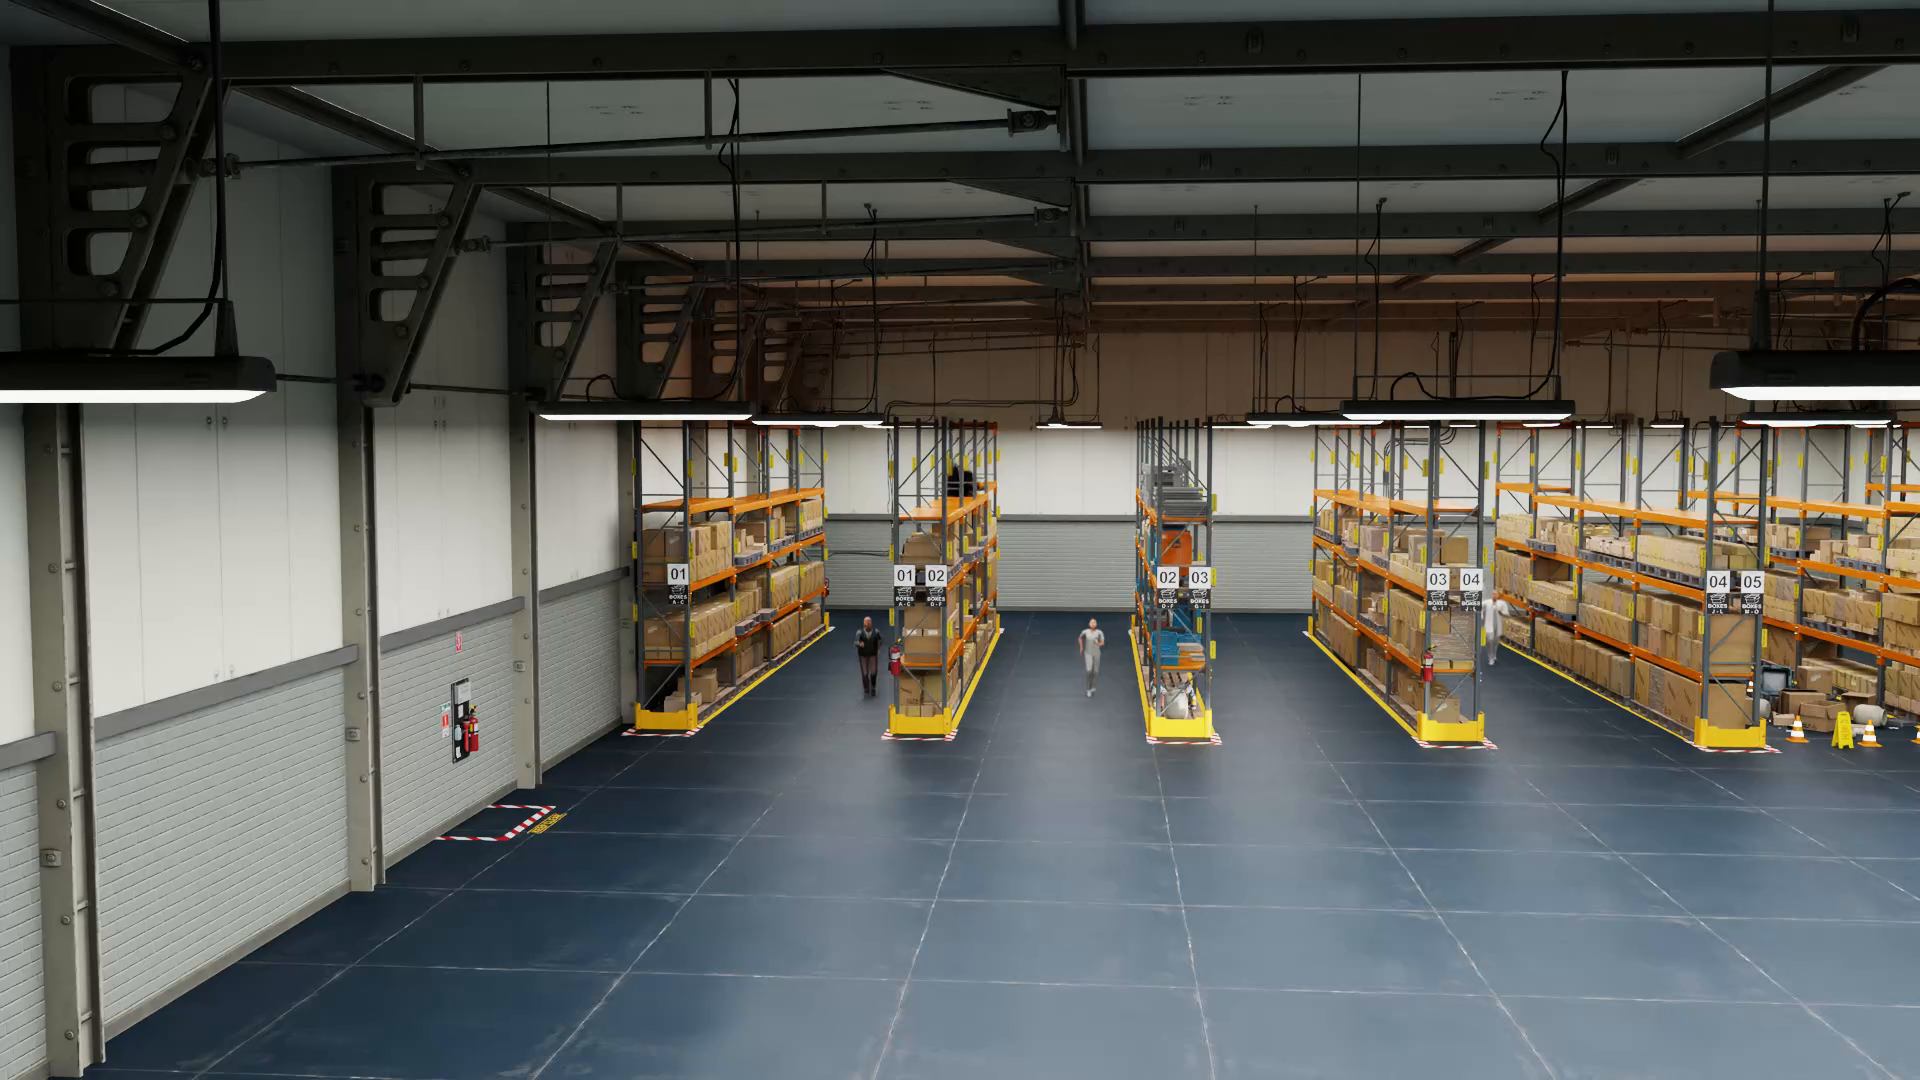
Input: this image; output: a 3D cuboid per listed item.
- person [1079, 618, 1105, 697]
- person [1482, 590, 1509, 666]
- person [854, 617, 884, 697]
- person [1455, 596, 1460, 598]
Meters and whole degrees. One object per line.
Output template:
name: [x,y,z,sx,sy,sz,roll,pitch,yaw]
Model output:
person: [2.862,2.538,36.045,0.531,1.716,0.738,0,4,-3]
person: [13.171,2.147,41.050,0.679,1.839,0.894,0,4,5]
person: [-1.968,2.534,35.840,0.640,1.738,0.669,0,4,-2]
person: [13.590,1.884,46.505,0.835,1.614,0.662,2,4,29]
